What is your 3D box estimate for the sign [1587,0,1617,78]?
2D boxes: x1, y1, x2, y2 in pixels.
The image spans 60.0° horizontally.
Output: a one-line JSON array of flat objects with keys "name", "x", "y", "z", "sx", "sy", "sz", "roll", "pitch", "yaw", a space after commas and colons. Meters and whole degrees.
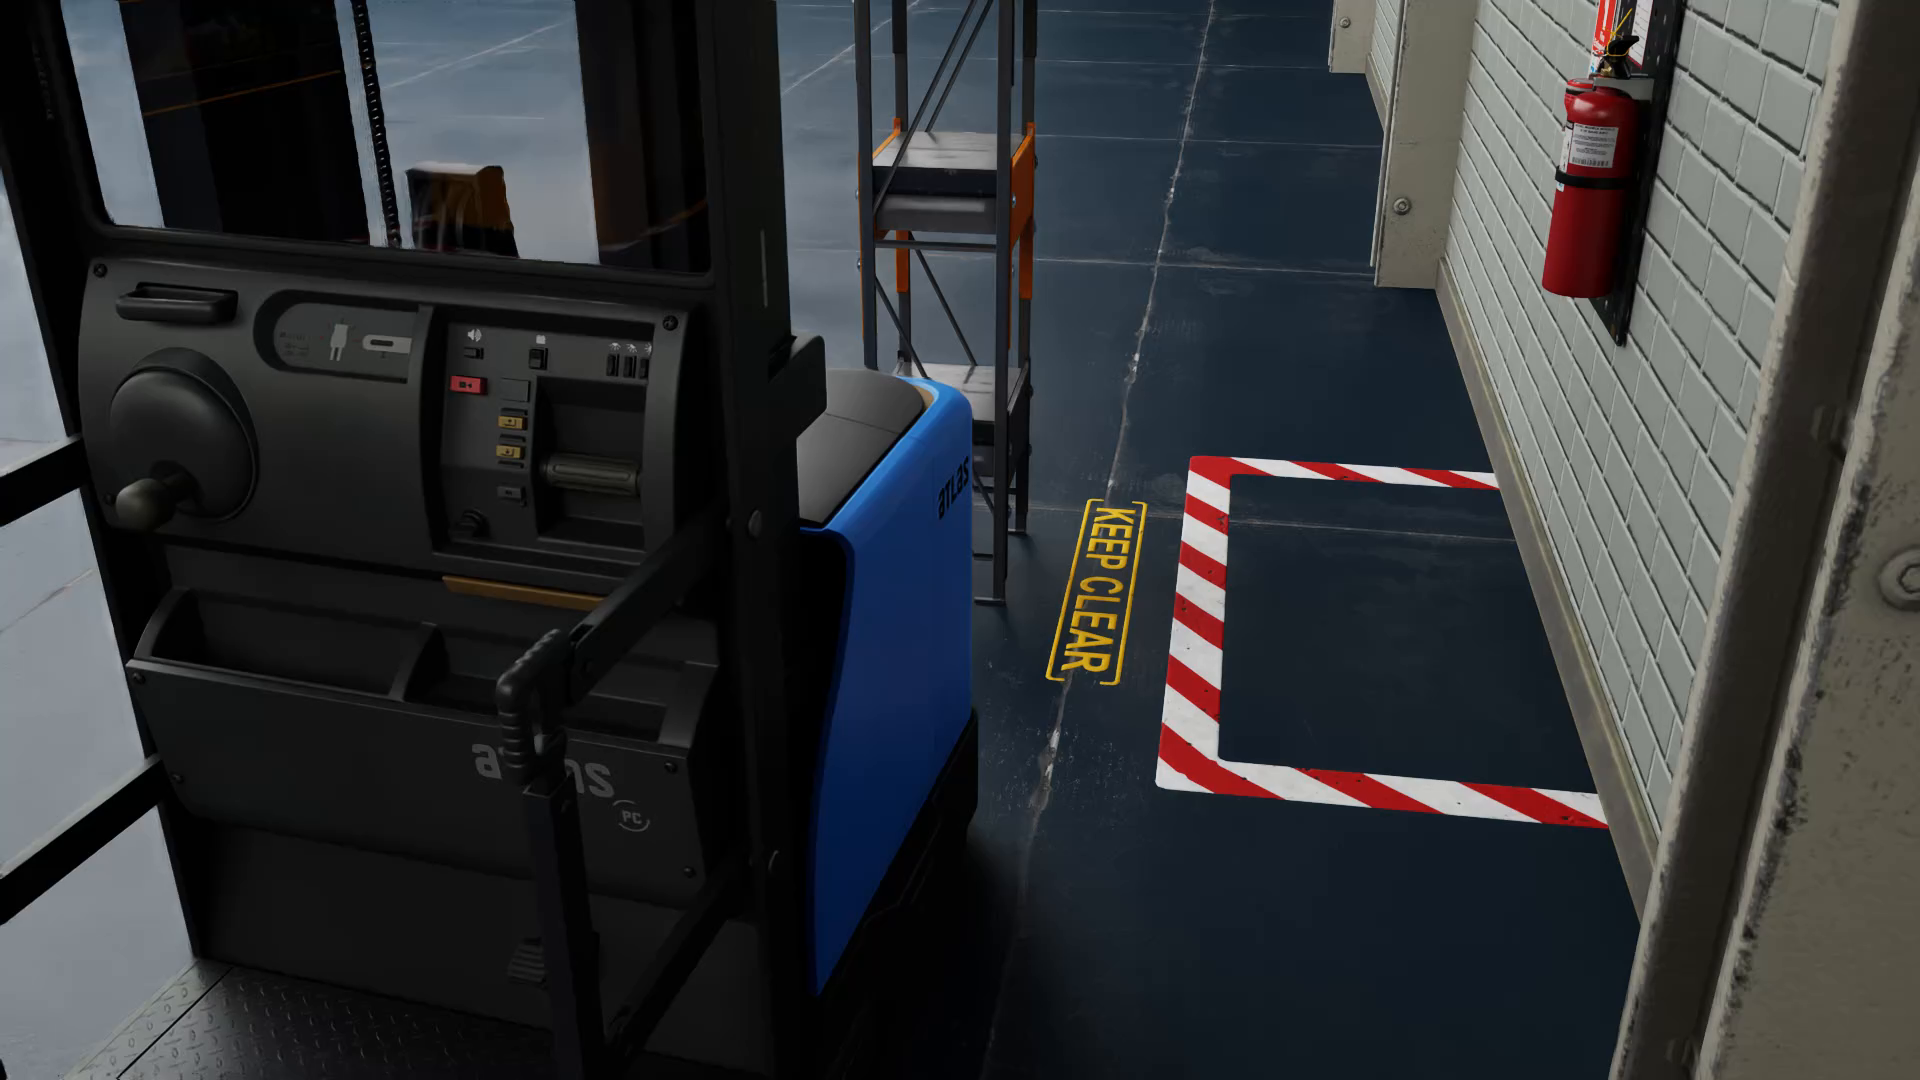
[{"name": "sign", "x": 1.783, "y": -1.382, "z": 4.623, "sx": 0.001, "sy": 0.329, "sz": 0.234, "roll": 4, "pitch": 25, "yaw": 9}]

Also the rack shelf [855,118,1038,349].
[{"name": "rack shelf", "x": -0.027, "y": -0.869, "z": 4.663, "sx": 0.431, "sy": 0.518, "sz": 0.480, "roll": 4, "pitch": 25, "yaw": 9}]

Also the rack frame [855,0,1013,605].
[{"name": "rack frame", "x": -0.067, "y": -0.780, "z": 4.439, "sx": 0.400, "sy": 2.100, "sz": 0.015, "roll": 4, "pitch": 25, "yaw": 9}]

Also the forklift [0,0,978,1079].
[{"name": "forklift", "x": -0.860, "y": -0.138, "z": 2.088, "sx": 1.130, "sy": 2.935, "sz": 3.031, "roll": 7, "pitch": 26, "yaw": 15}]

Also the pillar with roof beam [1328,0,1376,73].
[{"name": "pillar with roof beam", "x": -1.137, "y": -8.145, "z": 12.037, "sx": 9.100, "sy": 9.000, "sz": 0.400, "roll": 4, "pitch": 25, "yaw": 9}]

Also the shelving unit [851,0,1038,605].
[{"name": "shelving unit", "x": -0.027, "y": -0.882, "z": 4.657, "sx": 0.431, "sy": 2.100, "sz": 0.503, "roll": 4, "pitch": 25, "yaw": 9}]

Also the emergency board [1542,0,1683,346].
[{"name": "emergency board", "x": 1.591, "y": -1.142, "z": 4.152, "sx": 0.194, "sy": 1.169, "sz": 0.643, "roll": 4, "pitch": 25, "yaw": 9}]

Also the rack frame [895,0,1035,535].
[{"name": "rack frame", "x": 0.013, "y": -0.984, "z": 4.875, "sx": 0.400, "sy": 2.100, "sz": 0.015, "roll": 4, "pitch": 25, "yaw": 9}]

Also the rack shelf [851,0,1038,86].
[{"name": "rack shelf", "x": -0.027, "y": -1.503, "z": 4.366, "sx": 0.431, "sy": 0.518, "sz": 0.480, "roll": 4, "pitch": 25, "yaw": 9}]

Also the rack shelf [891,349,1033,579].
[{"name": "rack shelf", "x": -0.027, "y": -0.235, "z": 4.959, "sx": 0.431, "sy": 0.518, "sz": 0.480, "roll": 4, "pitch": 25, "yaw": 9}]

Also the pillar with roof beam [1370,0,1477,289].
[{"name": "pillar with roof beam", "x": -2.117, "y": -5.636, "z": 6.676, "sx": 9.100, "sy": 9.000, "sz": 0.400, "roll": 4, "pitch": 25, "yaw": 9}]
